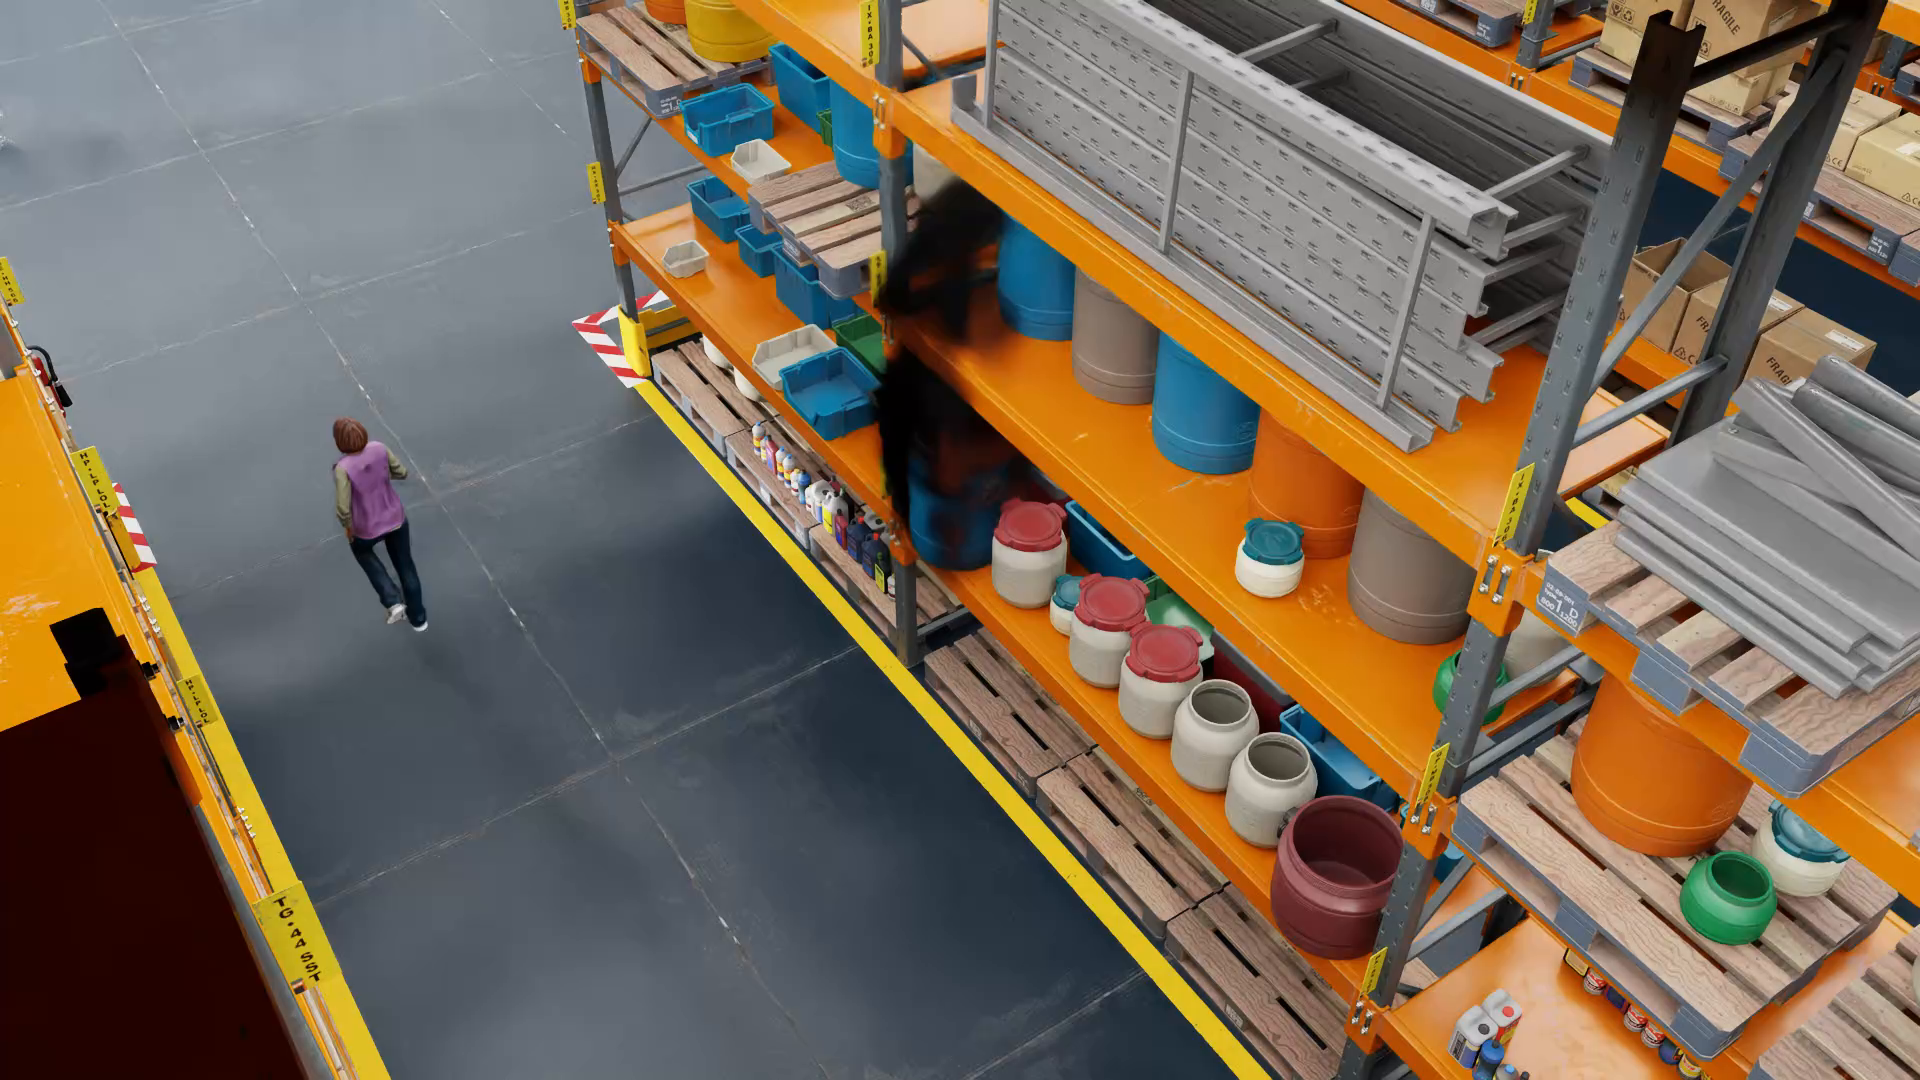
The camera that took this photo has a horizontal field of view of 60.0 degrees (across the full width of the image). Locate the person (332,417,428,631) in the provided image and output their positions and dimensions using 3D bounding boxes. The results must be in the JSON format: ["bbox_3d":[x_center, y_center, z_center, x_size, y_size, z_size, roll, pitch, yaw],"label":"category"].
[{"bbox_3d":[-3.623,-0.112,10.303,0.541,1.614,0.608,-32,51,-30],"label":"person"}]
